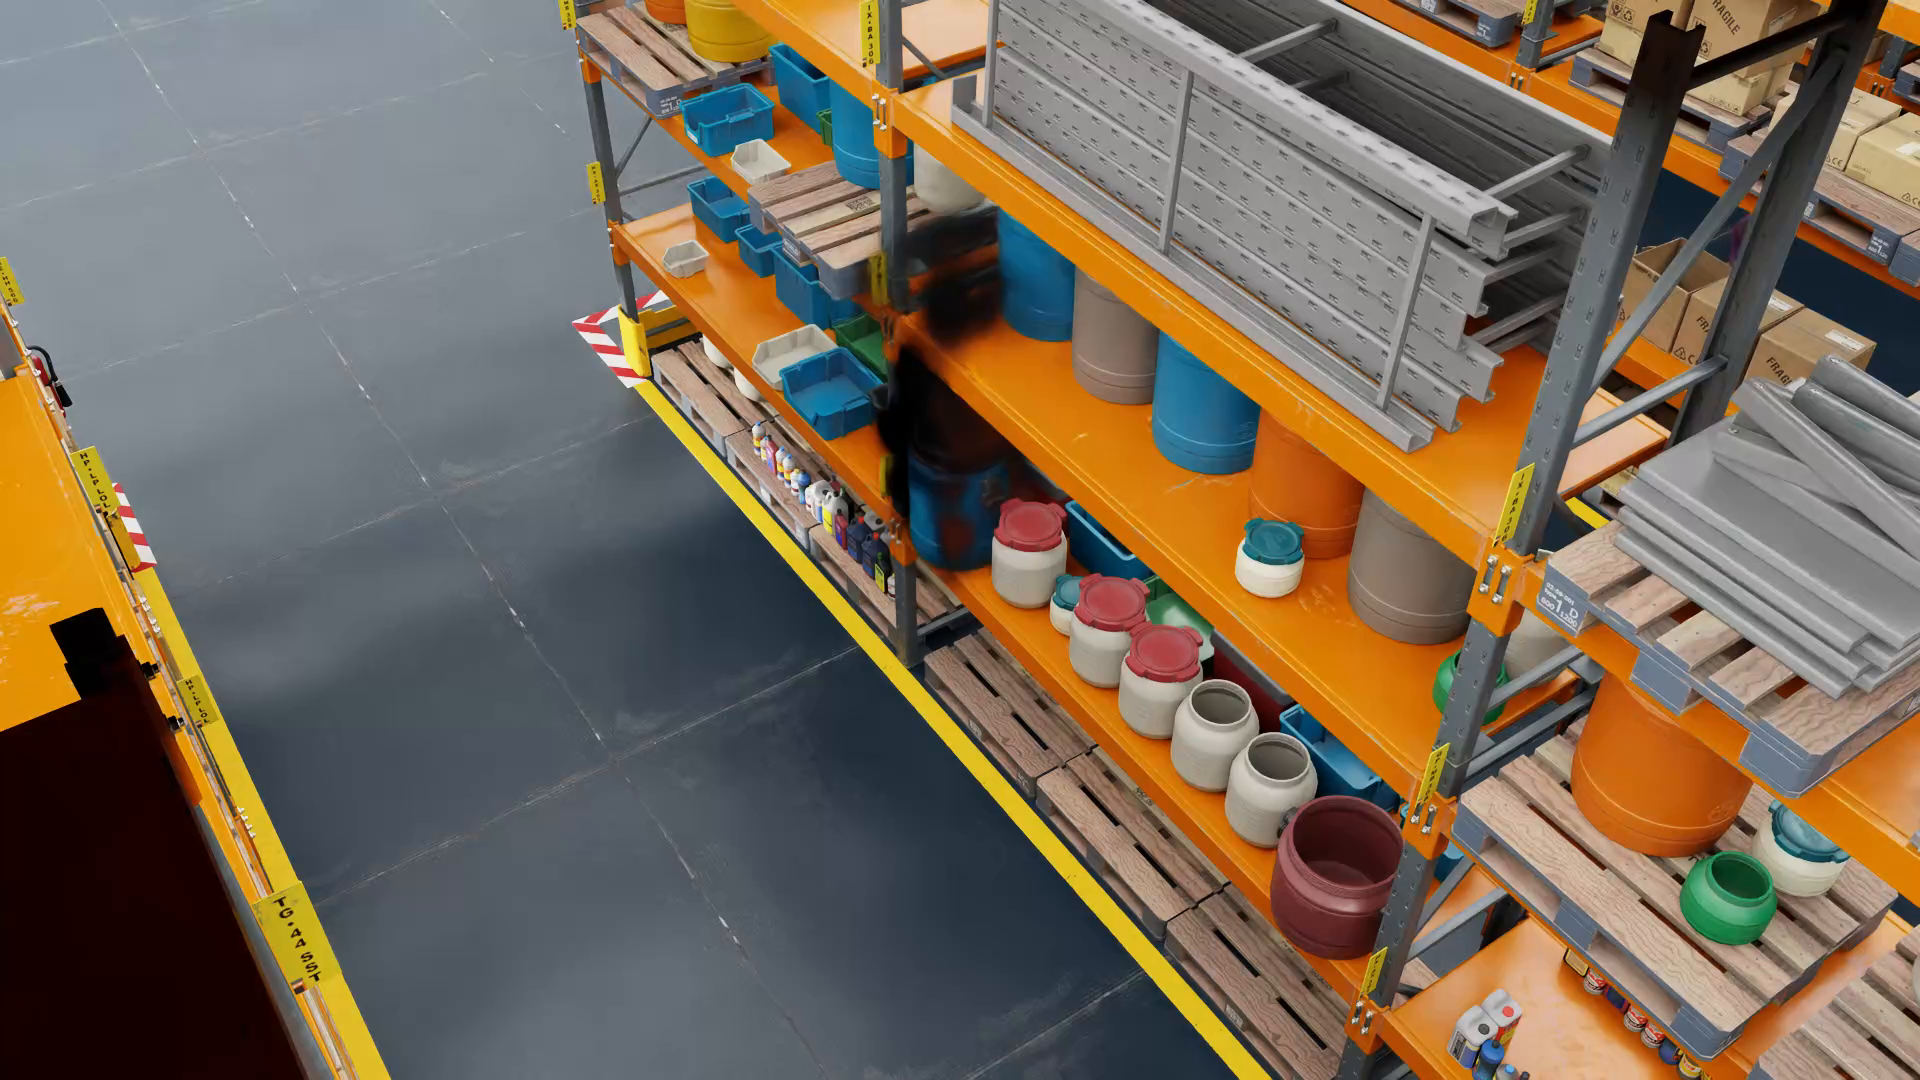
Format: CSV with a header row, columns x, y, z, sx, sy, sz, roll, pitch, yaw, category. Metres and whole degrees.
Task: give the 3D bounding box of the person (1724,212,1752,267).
x,y,z,sx,sy,sz,roll,pitch,yaw,category
6.143,-2.056,12.867,0.516,1.560,0.660,-30,50,-29,person
